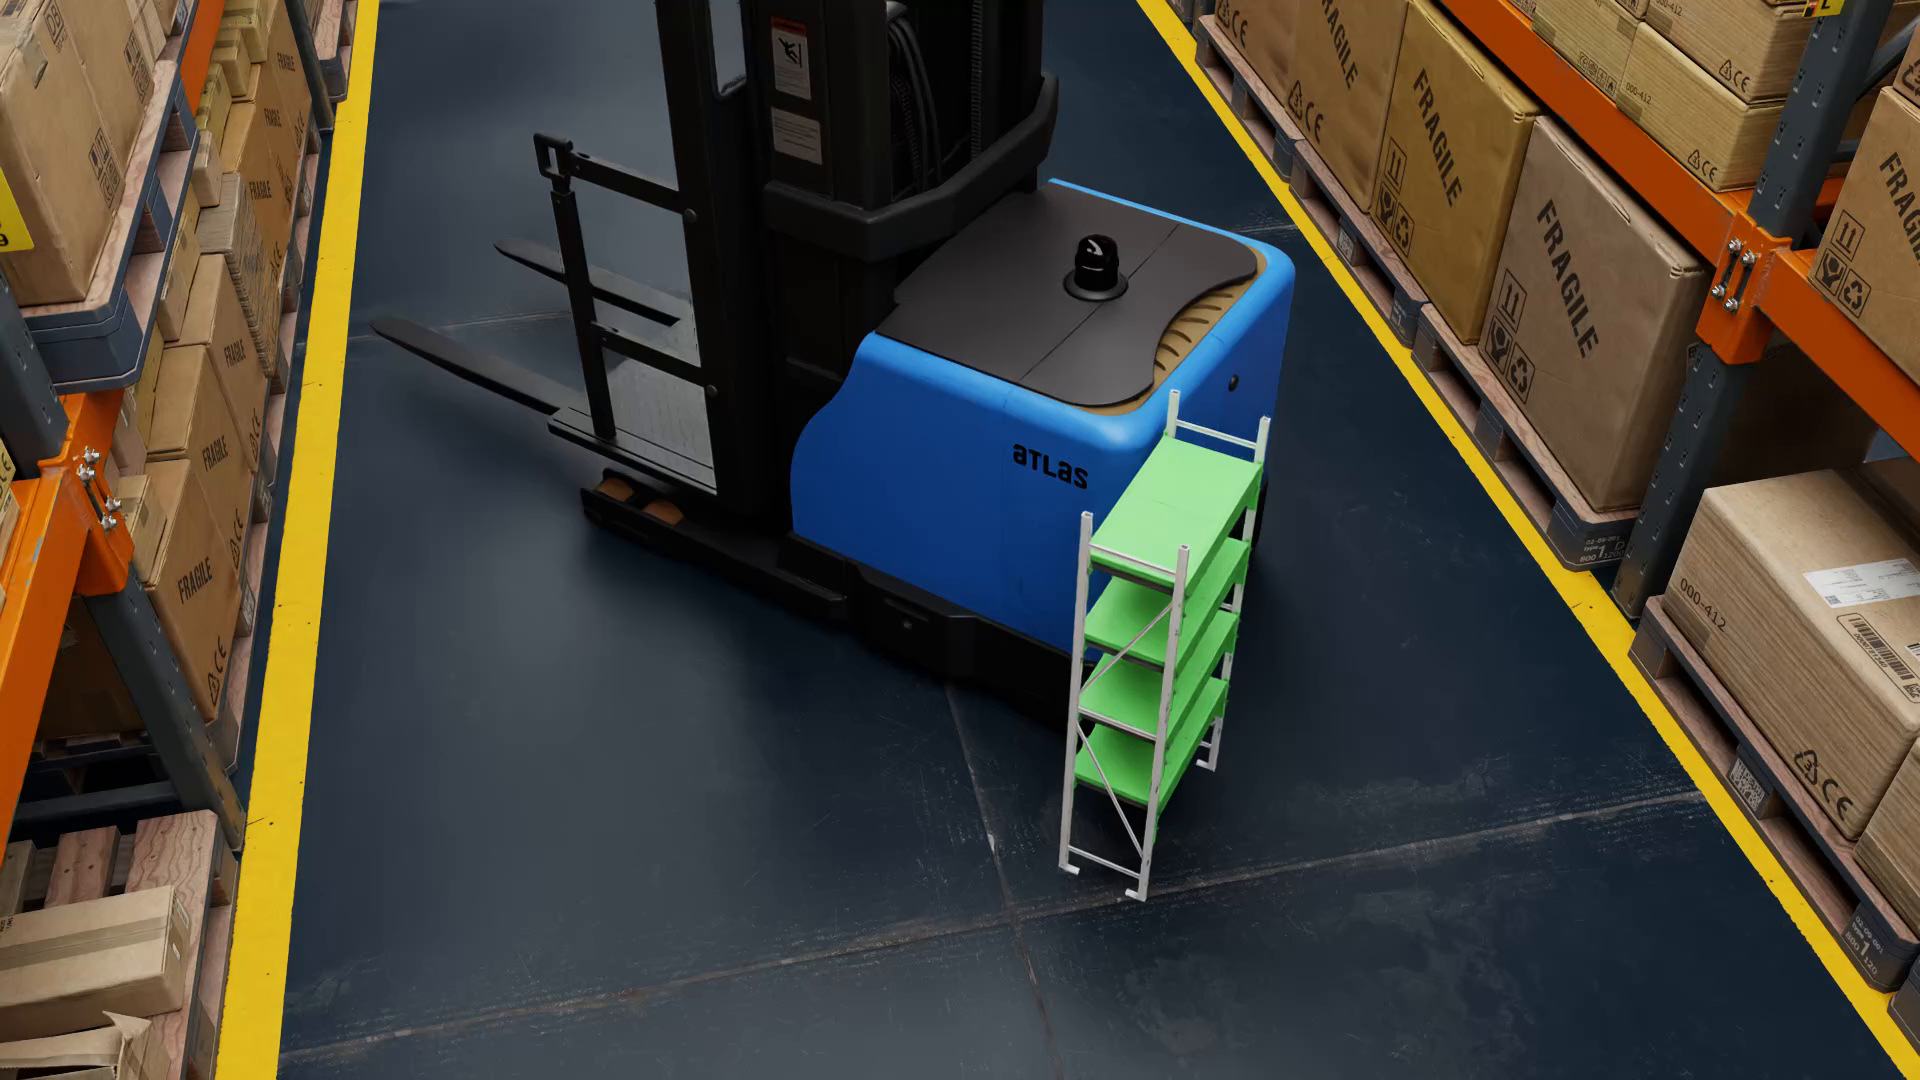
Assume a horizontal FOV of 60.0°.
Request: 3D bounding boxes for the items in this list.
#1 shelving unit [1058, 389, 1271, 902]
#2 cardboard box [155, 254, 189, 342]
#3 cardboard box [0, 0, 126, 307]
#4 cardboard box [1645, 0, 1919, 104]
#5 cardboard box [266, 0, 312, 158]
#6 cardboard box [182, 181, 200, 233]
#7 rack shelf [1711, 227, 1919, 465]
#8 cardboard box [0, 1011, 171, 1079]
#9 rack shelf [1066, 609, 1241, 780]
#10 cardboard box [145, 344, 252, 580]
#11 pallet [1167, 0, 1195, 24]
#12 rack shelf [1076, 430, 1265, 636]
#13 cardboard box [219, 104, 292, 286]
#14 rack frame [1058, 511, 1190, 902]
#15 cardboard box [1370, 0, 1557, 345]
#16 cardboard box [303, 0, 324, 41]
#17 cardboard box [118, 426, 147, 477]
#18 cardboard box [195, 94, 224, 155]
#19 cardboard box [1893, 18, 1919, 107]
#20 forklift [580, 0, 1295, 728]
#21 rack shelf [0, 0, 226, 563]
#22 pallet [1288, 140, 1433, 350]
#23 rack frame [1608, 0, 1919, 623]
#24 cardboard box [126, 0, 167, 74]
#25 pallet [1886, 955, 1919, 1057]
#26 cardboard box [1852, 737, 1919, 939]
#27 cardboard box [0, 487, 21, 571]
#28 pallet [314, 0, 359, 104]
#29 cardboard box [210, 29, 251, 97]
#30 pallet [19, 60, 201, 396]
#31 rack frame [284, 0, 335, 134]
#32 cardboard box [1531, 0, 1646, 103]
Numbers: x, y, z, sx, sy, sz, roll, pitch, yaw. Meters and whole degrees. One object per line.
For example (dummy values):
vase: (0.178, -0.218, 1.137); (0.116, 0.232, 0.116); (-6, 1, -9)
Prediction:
shelving unit: (0.478, 0.285, 4.025); (0.258, 1.200, 0.503); (19, 45, 20)
cardboard box: (-2.479, -0.686, 4.841); (0.380, 0.149, 0.250); (-8, 42, -9)
cardboard box: (-2.256, -0.814, 3.516); (0.700, 0.500, 0.500); (-7, 42, -8)
cardboard box: (2.144, -1.369, 4.270); (0.500, 0.250, 0.500); (-8, 42, -9)
cardboard box: (-2.932, -1.846, 6.636); (0.500, 0.500, 0.500); (-7, 42, -8)
cardboard box: (-2.617, -1.018, 5.215); (0.380, 0.149, 0.250); (-8, 42, -9)
rack shelf: (2.908, 0.578, 2.881); (1.077, 0.370, 4.000); (-8, 42, -9)
cardboard box: (-1.886, 1.142, 3.447); (0.396, 0.266, 0.258); (-7, 42, -8)
rack shelf: (0.478, 0.333, 4.067); (0.258, 0.148, 0.480); (19, 45, 20)
cardboard box: (-2.379, -0.186, 4.766); (0.500, 0.500, 0.500); (-9, 42, -10)
pallet: (1.446, -3.044, 8.521); (1.003, 0.211, 1.213); (-8, 42, -9)
rack shelf: (0.478, -0.026, 3.748); (0.258, 0.148, 0.480); (19, 45, 20)
cardboard box: (-2.719, -1.181, 5.887); (0.500, 0.500, 0.500); (-7, 42, -7)
rack frame: (0.365, 0.429, 3.863); (0.240, 1.200, 0.015); (19, 45, 20)
cardboard box: (2.062, -1.325, 5.767); (0.875, 0.875, 0.875); (-7, 42, -8)
cardboard box: (-3.354, -2.542, 7.327); (0.875, 0.625, 0.625); (-7, 42, -8)
cardboard box: (-2.323, -0.178, 4.269); (0.380, 0.149, 0.250); (-9, 42, -10)
cardboard box: (-2.709, -1.359, 5.599); (0.380, 0.149, 0.250); (-9, 42, -10)
cardboard box: (2.343, -1.056, 3.351); (0.500, 0.500, 0.500); (-8, 42, -9)
forklift: (-0.591, -1.331, 4.541); (3.031, 2.935, 1.130); (23, 46, 23)
rack shelf: (-2.801, -1.301, 4.998); (1.077, 0.370, 4.000); (-8, 42, -9)
pallet: (1.969, -1.227, 6.473); (1.003, 0.211, 1.213); (-8, 42, -9)
rack frame: (2.476, -0.988, 4.103); (1.000, 3.000, 0.127); (-8, 42, -9)
cardboard box: (-2.295, -1.336, 4.281); (0.396, 0.266, 0.258); (-6, 42, -7)
pallet: (2.831, 1.352, 3.568); (1.003, 0.211, 1.213); (-8, 42, -9)
cardboard box: (2.701, 0.816, 3.685); (0.875, 0.438, 0.875); (-10, 42, -11)
cardboard box: (-2.054, -0.009, 3.190); (0.380, 0.149, 0.250); (-8, 42, -9)
pallet: (-3.373, -2.363, 7.753); (1.003, 0.211, 1.213); (-8, 42, -9)
cardboard box: (-2.776, -1.698, 5.982); (0.380, 0.149, 0.250); (-10, 43, -11)
pallet: (-2.436, -0.736, 3.964); (1.003, 0.211, 1.213); (-8, 42, -9)
rack frame: (-3.233, -2.867, 6.220); (1.000, 3.000, 0.127); (-8, 42, -9)
cardboard box: (2.024, -1.516, 4.812); (0.500, 0.250, 0.500); (-9, 42, -10)
